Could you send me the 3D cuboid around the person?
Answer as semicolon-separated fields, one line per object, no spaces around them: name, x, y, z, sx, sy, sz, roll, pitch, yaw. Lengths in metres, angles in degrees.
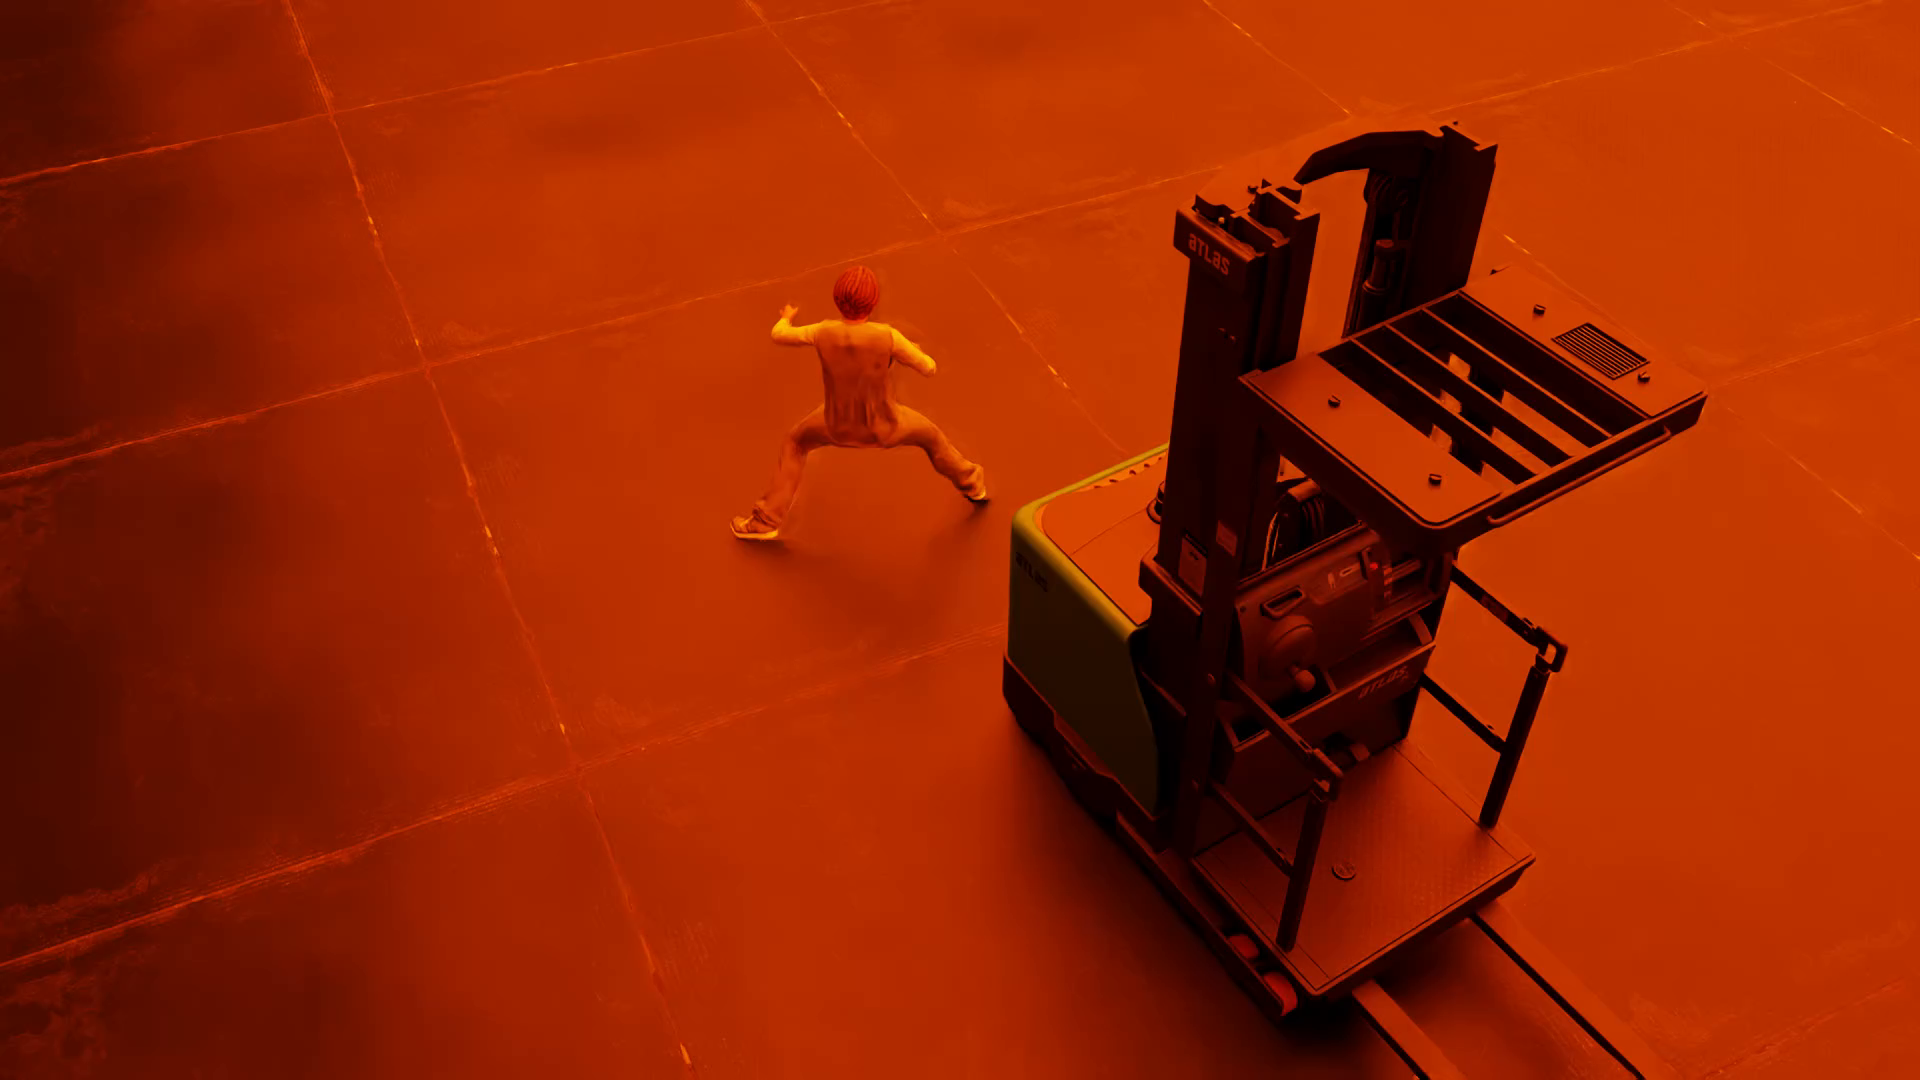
person;-0.471;-0.658;7.515;1.155;1.389;0.748;6;43;6

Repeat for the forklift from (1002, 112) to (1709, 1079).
forklift;1.400;0.269;5.392;1.130;2.935;3.031;-24;48;-23
